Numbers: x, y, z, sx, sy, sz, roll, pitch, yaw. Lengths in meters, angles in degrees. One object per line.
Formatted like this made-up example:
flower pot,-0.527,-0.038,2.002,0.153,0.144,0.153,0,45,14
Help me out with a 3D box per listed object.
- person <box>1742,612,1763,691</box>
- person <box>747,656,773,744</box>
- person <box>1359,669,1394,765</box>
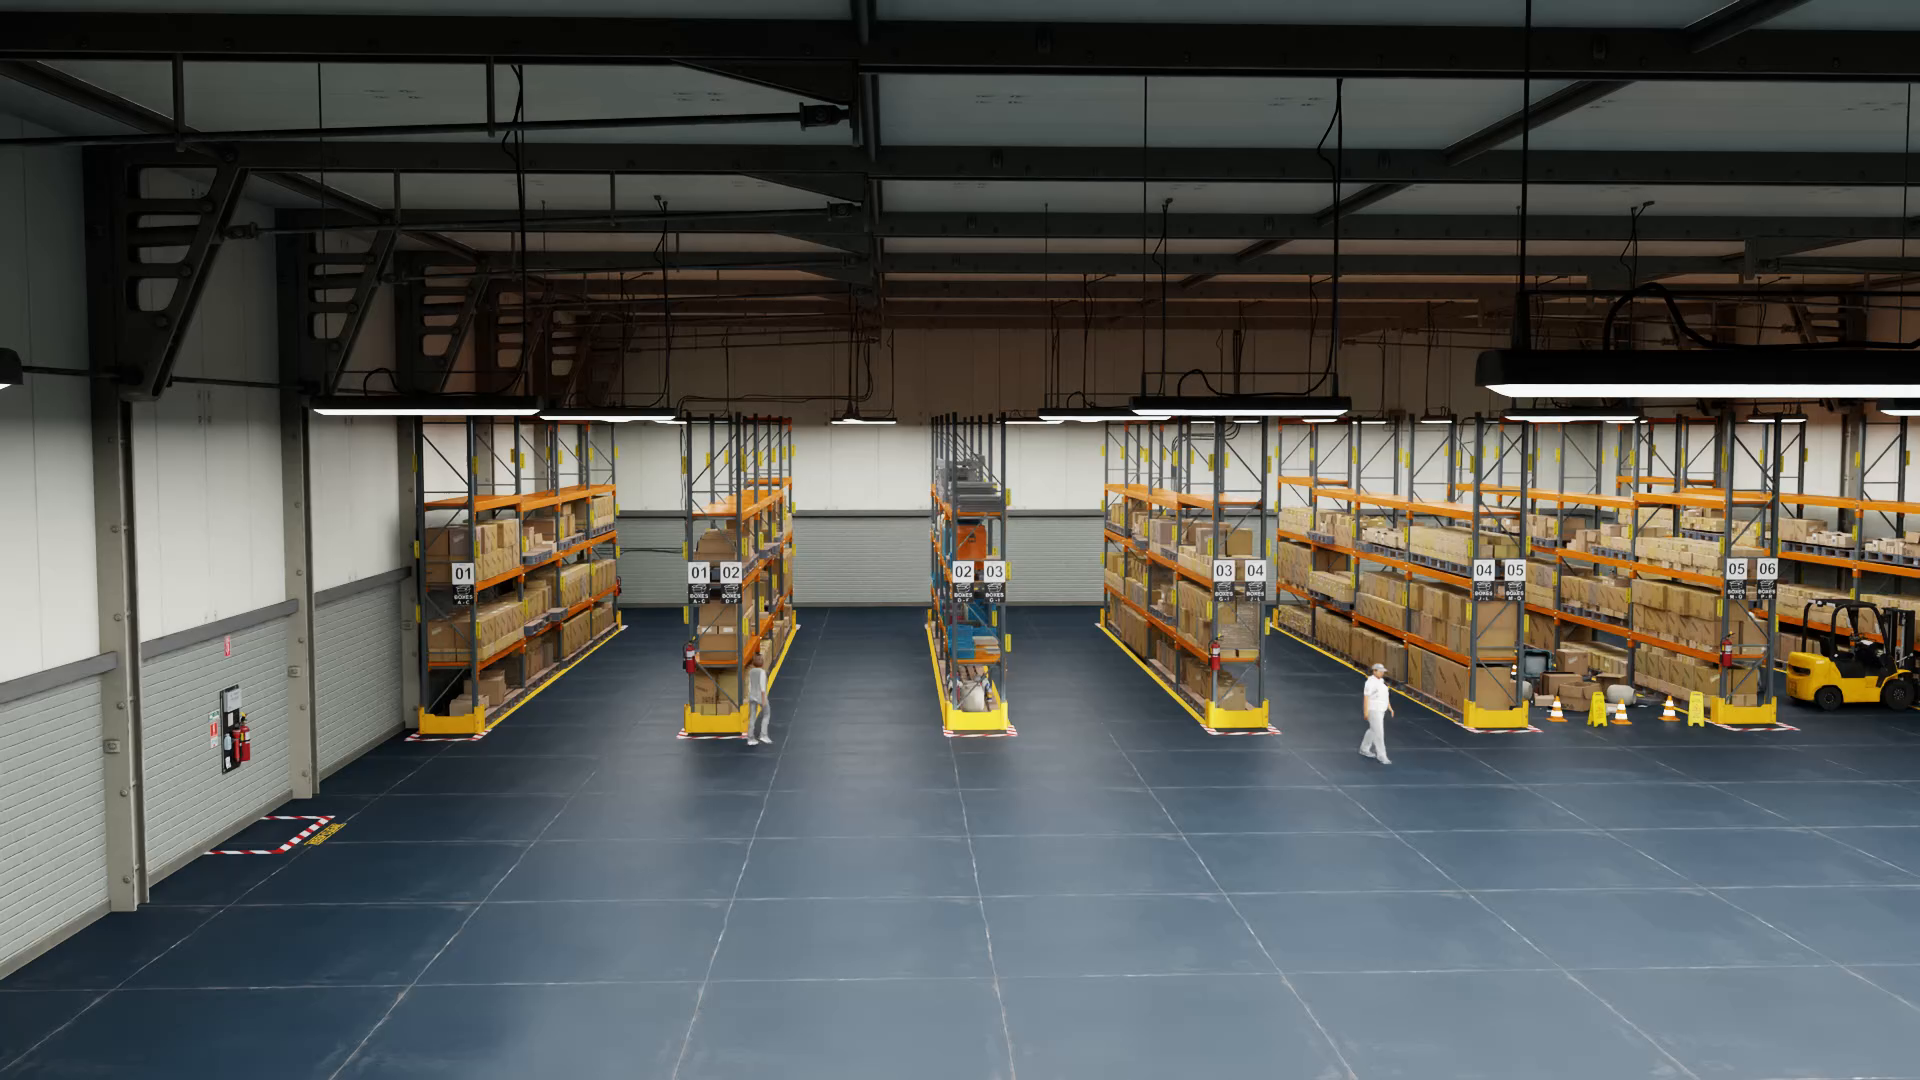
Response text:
person,17.267,2.428,36.107,0.652,1.688,0.832,0,4,-6
person,-3.670,2.898,29.954,0.432,1.613,0.521,2,4,28
person,7.187,2.965,28.578,0.737,1.656,0.538,3,5,38
